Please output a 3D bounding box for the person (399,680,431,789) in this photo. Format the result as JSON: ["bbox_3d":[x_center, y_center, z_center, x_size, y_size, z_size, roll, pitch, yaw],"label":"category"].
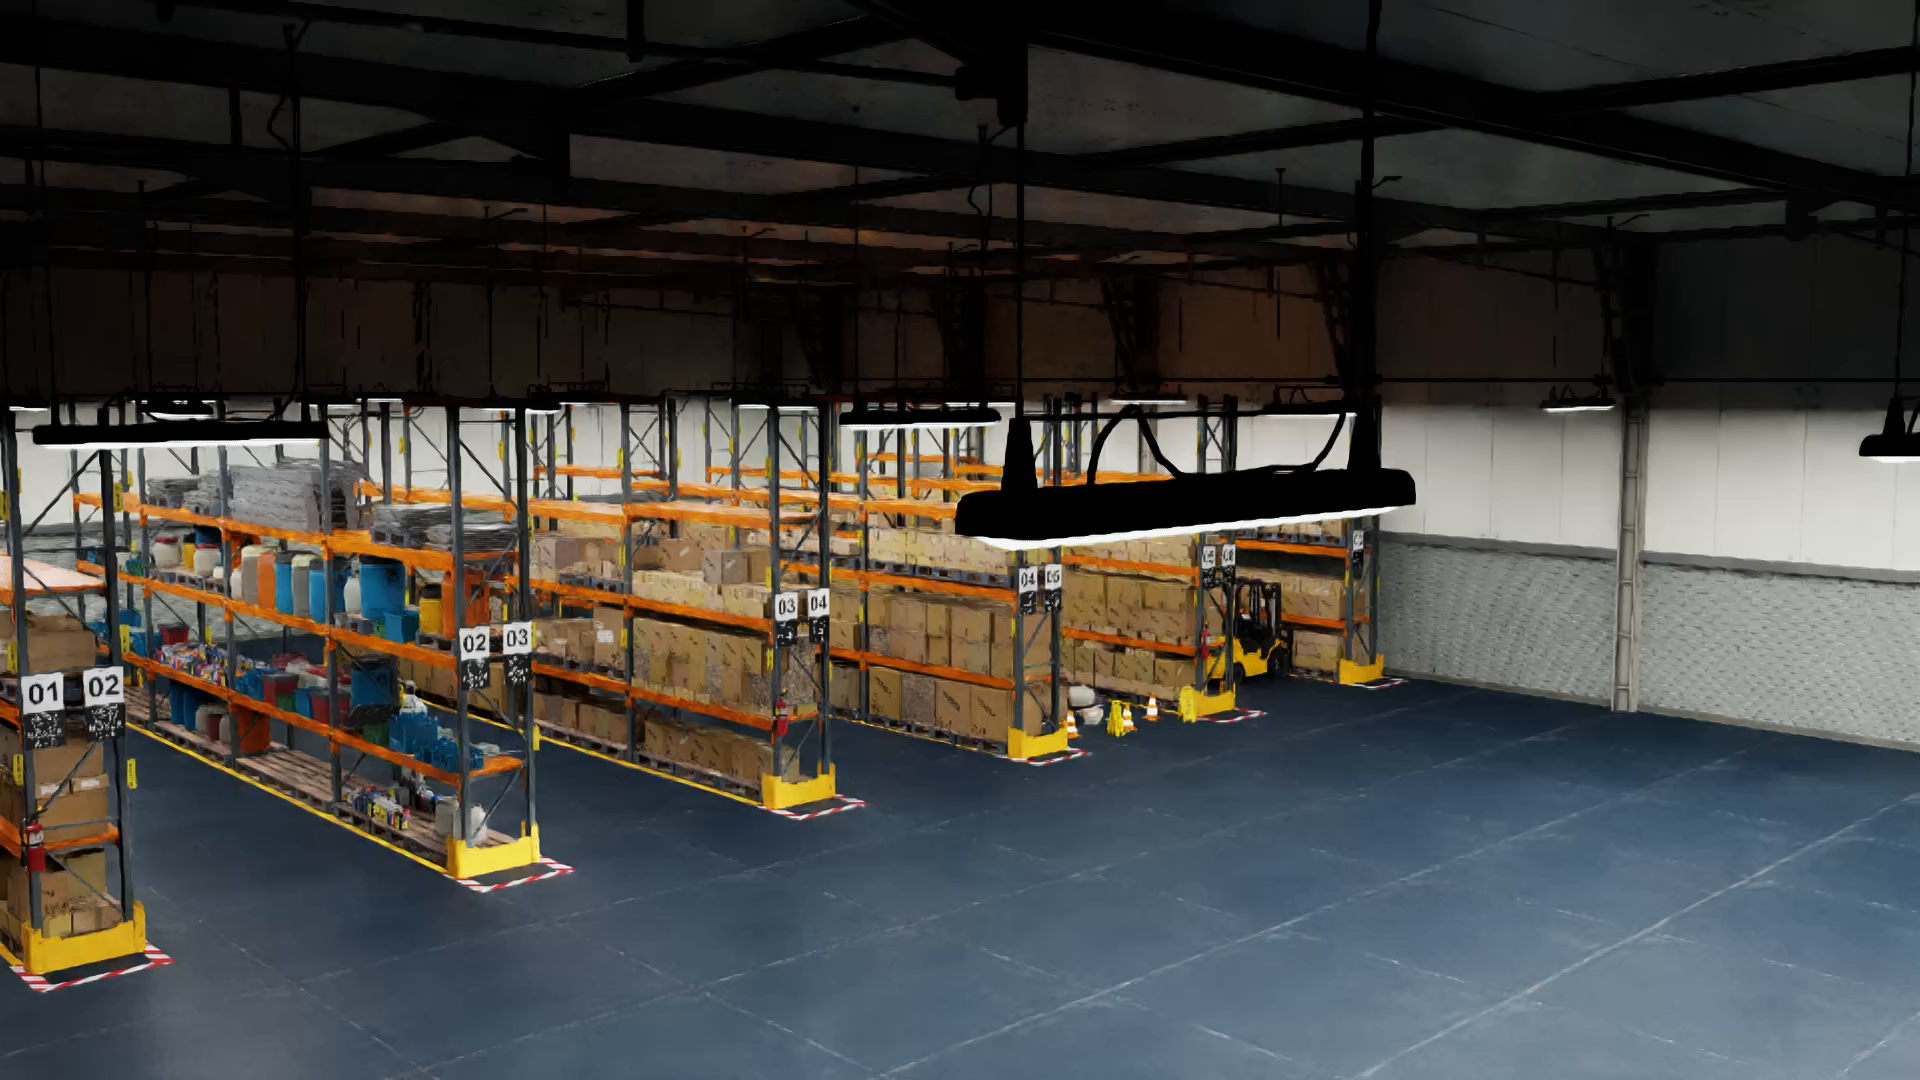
[{"bbox_3d":[-8.490,3.036,25.839,0.558,1.732,0.403,2,6,21],"label":"person"}]

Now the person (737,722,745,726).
[{"bbox_3d":[-4.023,2.512,30.517,0.571,1.716,1.104,-4,7,-35],"label":"person"}]
